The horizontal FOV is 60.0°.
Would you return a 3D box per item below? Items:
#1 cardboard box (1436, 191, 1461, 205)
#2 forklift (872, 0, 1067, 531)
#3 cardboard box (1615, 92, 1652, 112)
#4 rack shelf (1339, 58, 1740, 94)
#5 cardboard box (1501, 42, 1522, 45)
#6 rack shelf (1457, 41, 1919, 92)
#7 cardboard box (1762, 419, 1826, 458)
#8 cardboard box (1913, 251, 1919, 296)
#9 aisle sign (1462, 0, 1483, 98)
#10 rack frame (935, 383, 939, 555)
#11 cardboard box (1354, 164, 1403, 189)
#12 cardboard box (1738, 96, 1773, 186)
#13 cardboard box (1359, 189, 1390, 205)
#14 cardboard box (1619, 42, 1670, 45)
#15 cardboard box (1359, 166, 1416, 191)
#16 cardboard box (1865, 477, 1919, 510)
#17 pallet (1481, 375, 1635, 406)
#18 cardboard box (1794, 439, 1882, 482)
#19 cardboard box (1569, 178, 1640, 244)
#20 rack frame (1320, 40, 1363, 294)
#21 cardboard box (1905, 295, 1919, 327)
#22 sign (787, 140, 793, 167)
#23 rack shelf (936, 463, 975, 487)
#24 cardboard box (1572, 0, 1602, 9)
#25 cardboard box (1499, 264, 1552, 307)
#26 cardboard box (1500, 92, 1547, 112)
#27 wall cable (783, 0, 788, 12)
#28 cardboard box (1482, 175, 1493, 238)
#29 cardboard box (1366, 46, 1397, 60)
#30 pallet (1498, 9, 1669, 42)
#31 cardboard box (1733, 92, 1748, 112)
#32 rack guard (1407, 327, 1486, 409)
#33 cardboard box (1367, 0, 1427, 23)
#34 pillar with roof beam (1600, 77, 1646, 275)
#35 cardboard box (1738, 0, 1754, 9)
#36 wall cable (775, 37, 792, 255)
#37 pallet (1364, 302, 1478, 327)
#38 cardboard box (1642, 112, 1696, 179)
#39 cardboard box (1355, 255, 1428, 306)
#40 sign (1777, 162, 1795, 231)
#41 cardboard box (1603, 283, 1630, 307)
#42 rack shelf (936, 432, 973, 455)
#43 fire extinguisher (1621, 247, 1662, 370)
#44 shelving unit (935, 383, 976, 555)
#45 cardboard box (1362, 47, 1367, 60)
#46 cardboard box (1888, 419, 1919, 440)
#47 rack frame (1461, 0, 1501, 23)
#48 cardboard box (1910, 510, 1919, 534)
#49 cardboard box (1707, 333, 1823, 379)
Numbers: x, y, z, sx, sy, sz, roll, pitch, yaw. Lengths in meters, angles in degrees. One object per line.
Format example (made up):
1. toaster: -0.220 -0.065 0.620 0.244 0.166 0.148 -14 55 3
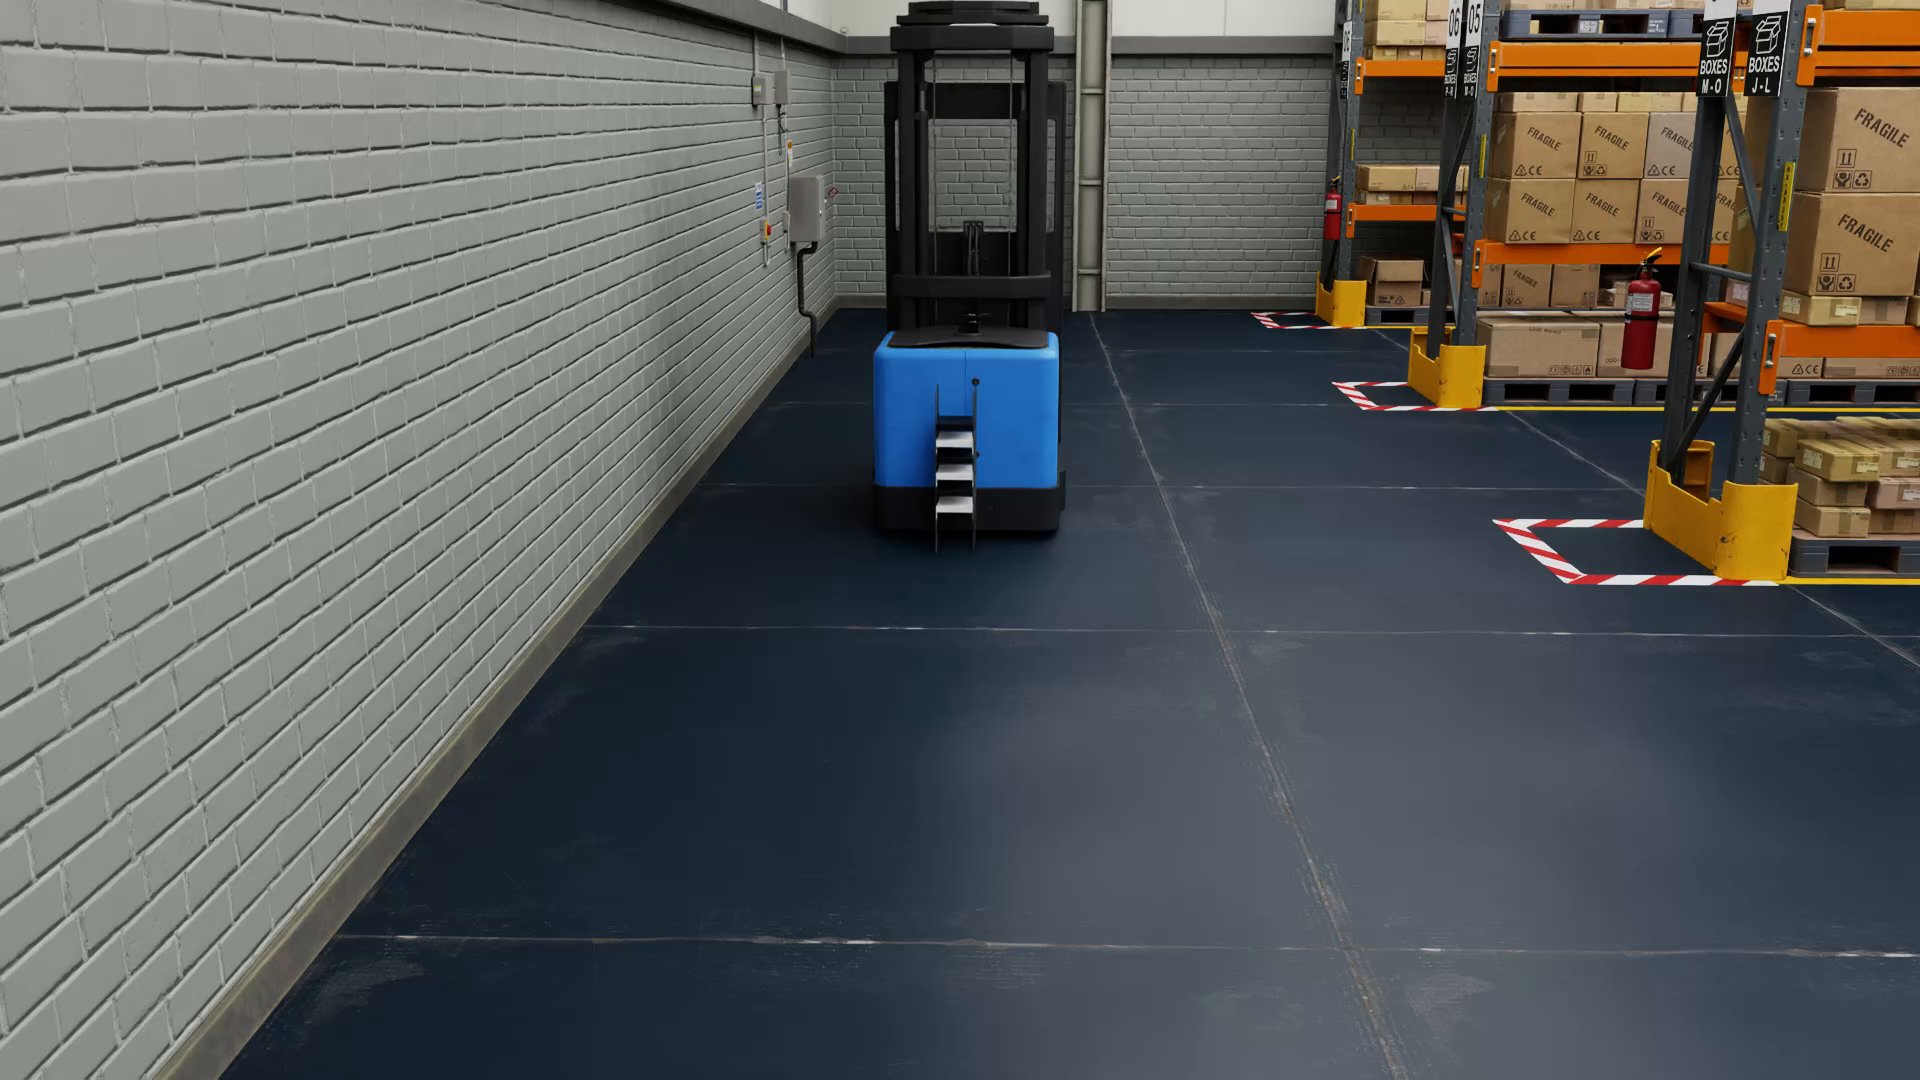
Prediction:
1. cardboard box: 5.275 -3.727 18.077 0.250 0.149 0.380 1 15 3
2. forklift: 0.103 -1.790 10.380 1.130 2.935 3.031 1 15 3
3. cardboard box: 5.193 -3.415 12.977 0.250 0.149 0.380 0 15 0
4. rack shelf: 6.183 -5.010 17.978 4.000 0.370 1.077 0 15 1
5. cardboard box: 5.640 -5.365 17.624 0.500 0.250 0.500 0 15 0
6. rack shelf: 6.060 -3.744 13.180 4.000 0.370 1.077 0 15 1
7. cardboard box: 4.571 -0.565 9.199 0.250 0.149 0.380 1 15 2
8. cardboard box: 5.013 -1.513 8.416 0.500 0.500 0.500 0 15 2
9. aisle sign: 3.981 -3.838 12.910 0.004 0.787 0.394 0 15 1
10. rack frame: -0.125 -0.387 9.039 0.006 0.900 0.240 1 15 3
11. cardboard box: 4.650 -4.056 18.545 0.500 0.250 0.500 1 15 3
12. cardboard box: 4.499 -2.127 8.784 0.500 0.500 0.500 0 15 0
13. cardboard box: 4.505 -3.727 18.077 0.250 0.149 0.380 0 15 1
14. cardboard box: 7.174 -5.356 17.591 0.500 0.250 0.500 0 15 0
15. cardboard box: 4.630 -3.920 18.028 0.500 0.250 0.500 0 15 2
16. cardboard box: 4.825 -0.275 8.683 0.250 0.149 0.380 0 15 1
17. pallet: 4.862 -1.321 13.932 1.213 0.211 1.003 0 15 1
18. cardboard box: 4.550 -0.413 8.626 0.250 0.149 0.380 0 15 -1
19. cardboard box: 5.040 -2.630 13.233 0.500 0.500 0.500 0 15 1
20. rack frame: 4.184 -3.920 18.318 0.127 3.000 1.000 0 15 1
21. cardboard box: 4.874 -1.178 8.416 0.250 0.149 0.380 0 15 0
22. sign: -1.586 -3.606 15.510 0.001 0.242 0.339 0 15 1
23. rack shelf: -0.023 -0.353 9.043 0.200 0.077 0.258 1 15 3
24. cardboard box: 4.934 -4.272 13.246 0.250 0.149 0.380 -1 15 -3
25. cardboard box: 6.172 -2.842 18.309 0.500 0.500 0.500 1 15 2
26. cardboard box: 4.408 -3.427 13.021 0.250 0.149 0.380 1 15 3
27. wall cable: -1.502 -6.440 16.037 0.133 3.039 2.988 0 15 1
28. cardboard box: 4.550 -2.767 13.752 0.500 0.500 0.500 0 15 2
29. cardboard box: 4.496 -5.188 17.735 0.250 0.149 0.380 1 15 3
30. pallet: 4.803 -4.060 13.141 1.213 0.211 1.003 0 15 1
31. cardboard box: 5.958 -3.406 12.942 0.250 0.149 0.380 0 15 0
32. rack guard: 4.037 -1.446 13.840 0.348 0.500 1.175 0 15 1
33. cardboard box: 4.621 -5.617 17.599 0.500 0.250 0.500 0 15 1
34. pillar with roof beam: 7.399 -5.931 14.182 0.400 9.000 9.100 0 15 1
35. cardboard box: 6.072 -4.353 12.864 0.500 0.500 0.500 1 15 2
36. wall cable: -1.552 -3.538 14.879 0.122 1.984 0.588 0 15 1
37. pallet: 5.057 -2.566 18.654 1.213 0.211 1.003 0 15 1
38. cardboard box: 5.565 -3.107 13.082 0.500 0.500 0.500 0 15 1
39. cardboard box: 4.793 -2.888 18.477 0.637 0.503 0.797 0 15 -1
40. sign: 4.022 -1.671 8.098 0.005 0.325 0.100 0 15 1
41. cardboard box: 7.261 -2.706 18.254 0.258 0.266 0.396 1 15 3
42. rack shelf: -0.023 -0.527 8.997 0.200 0.077 0.258 1 15 3
43. fire extinguisher: 3.795 -1.293 9.243 0.183 0.674 0.296 0 15 1
44. shelving unit: -0.023 -0.385 9.034 0.210 0.900 0.258 1 15 3
45. cardboard box: 4.510 -5.306 18.184 0.250 0.149 0.380 1 15 3
46. cardboard box: 5.340 -0.561 9.186 0.250 0.149 0.380 0 15 -1
47. rack frame: 4.061 -5.555 12.755 0.127 3.000 1.000 0 15 1
48. cardboard box: 5.063 -0.150 8.794 0.250 0.149 0.380 1 15 2
49. cardboard box: 6.539 -1.630 13.836 0.875 0.438 0.875 0 15 0
